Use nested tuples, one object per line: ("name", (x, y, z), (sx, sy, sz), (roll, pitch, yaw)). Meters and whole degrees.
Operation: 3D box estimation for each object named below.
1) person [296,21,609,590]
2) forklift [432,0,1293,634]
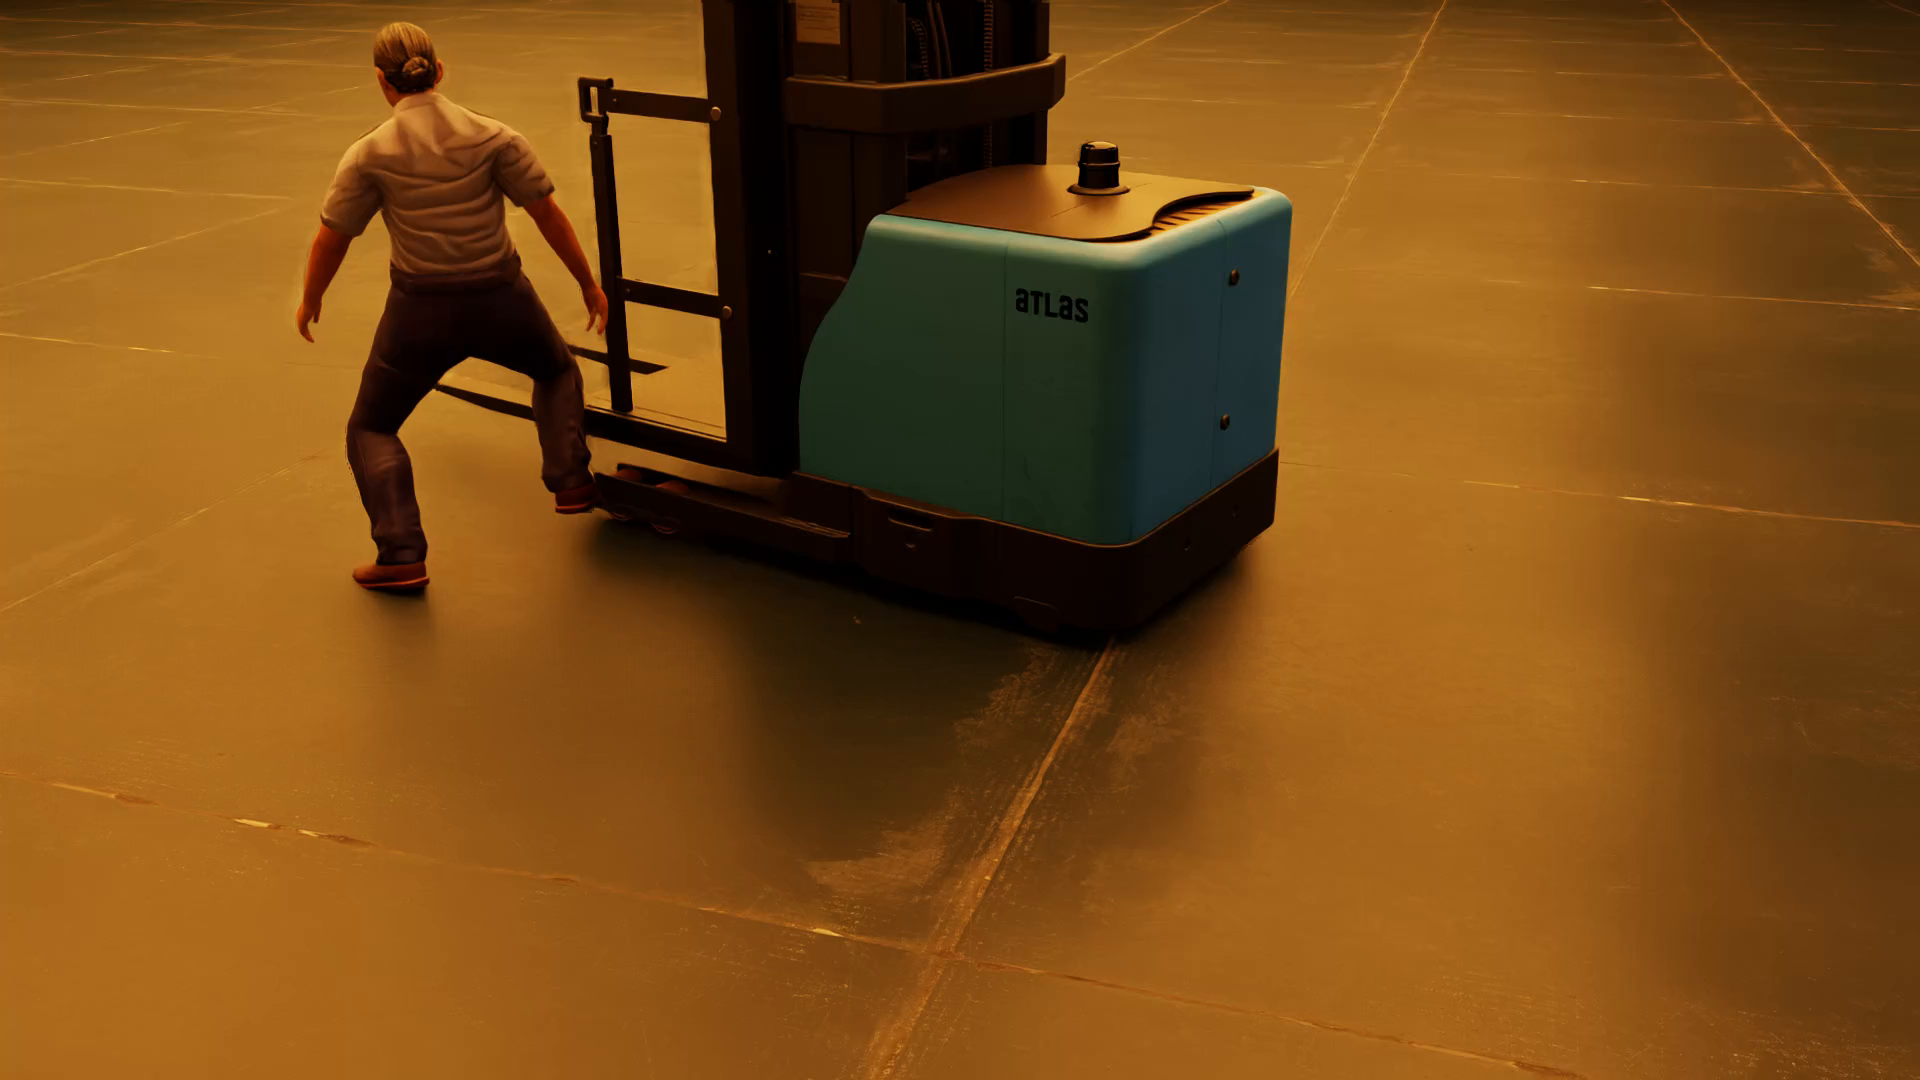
("person", (-1.448, -0.670, 4.755), (0.865, 1.563, 0.588), (-7, 23, -16))
("forklift", (-0.548, -1.523, 4.968), (3.031, 2.935, 1.130), (15, 27, 31))
